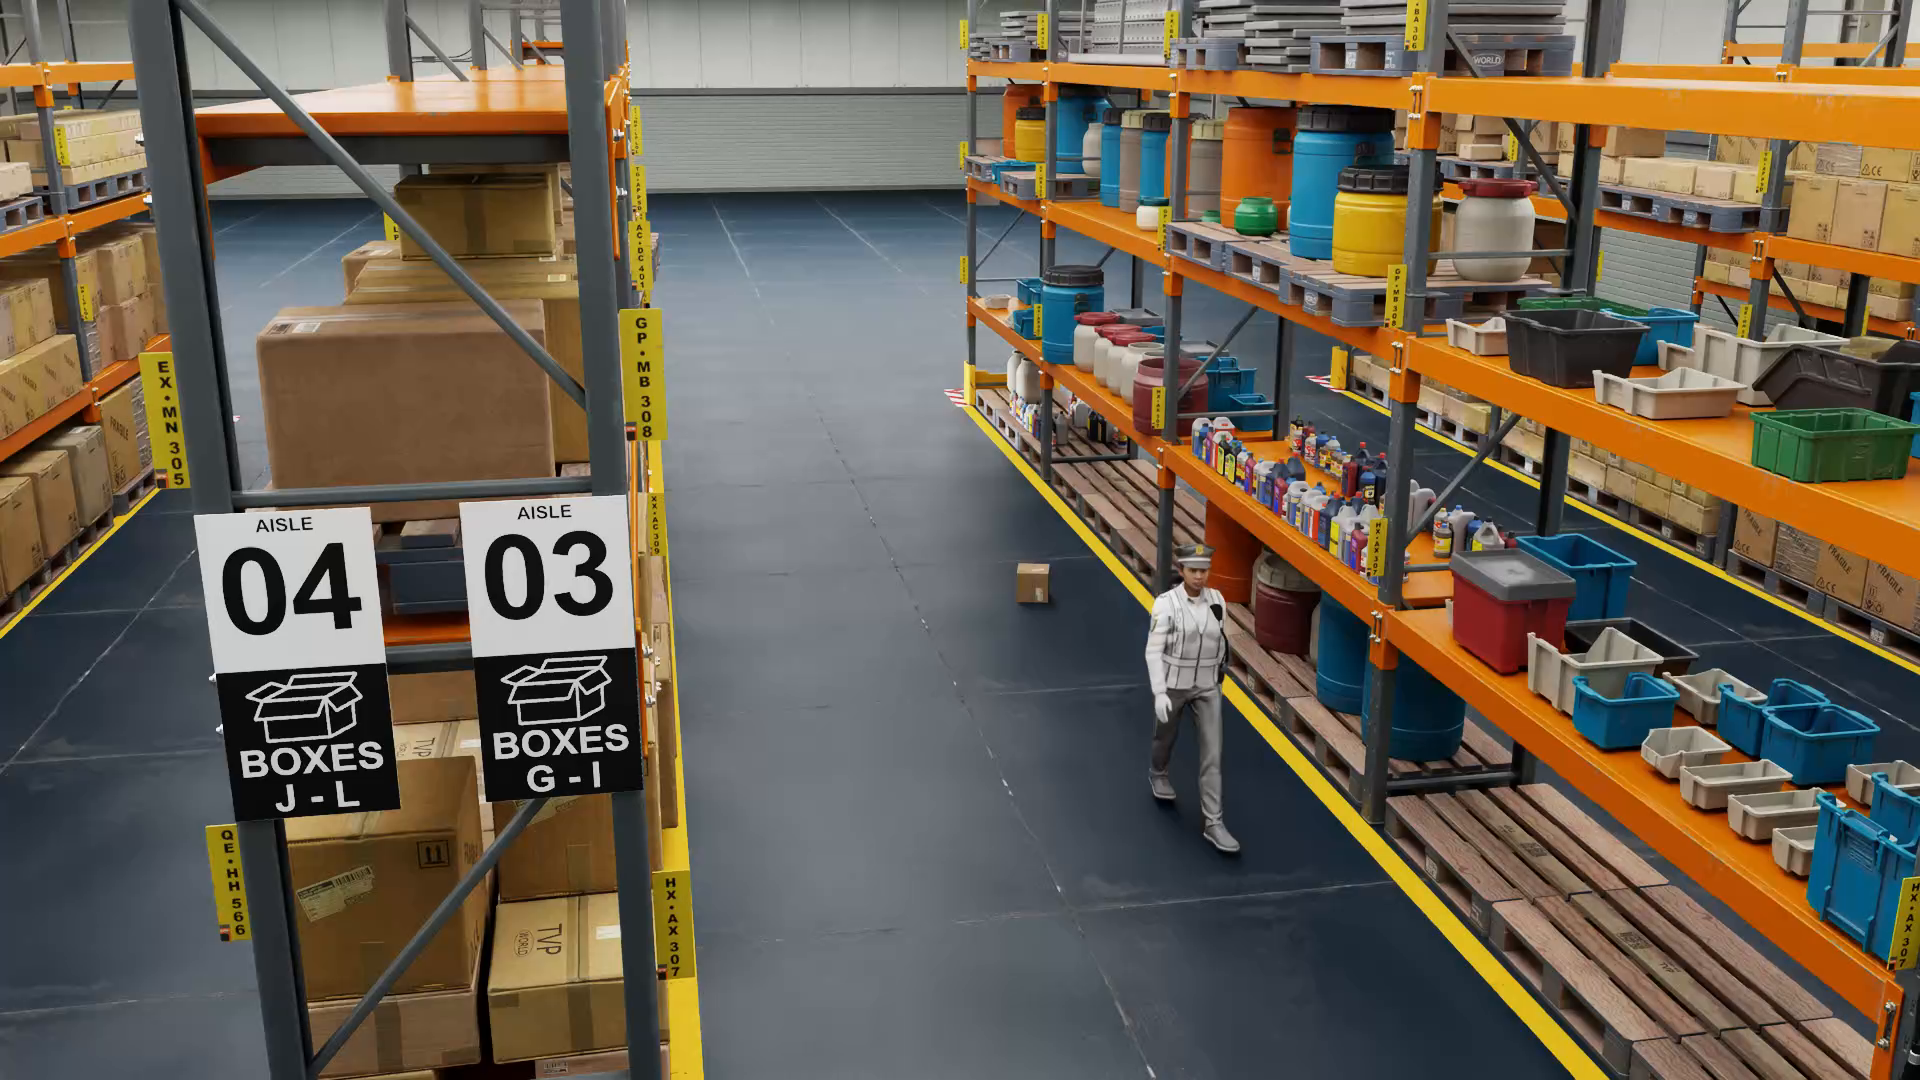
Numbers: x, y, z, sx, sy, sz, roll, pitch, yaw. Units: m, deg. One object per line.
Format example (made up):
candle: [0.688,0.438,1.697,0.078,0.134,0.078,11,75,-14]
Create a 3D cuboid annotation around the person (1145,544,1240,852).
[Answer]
person: [1.278,0.808,9.224,0.517,1.630,0.983,-3,17,-10]
